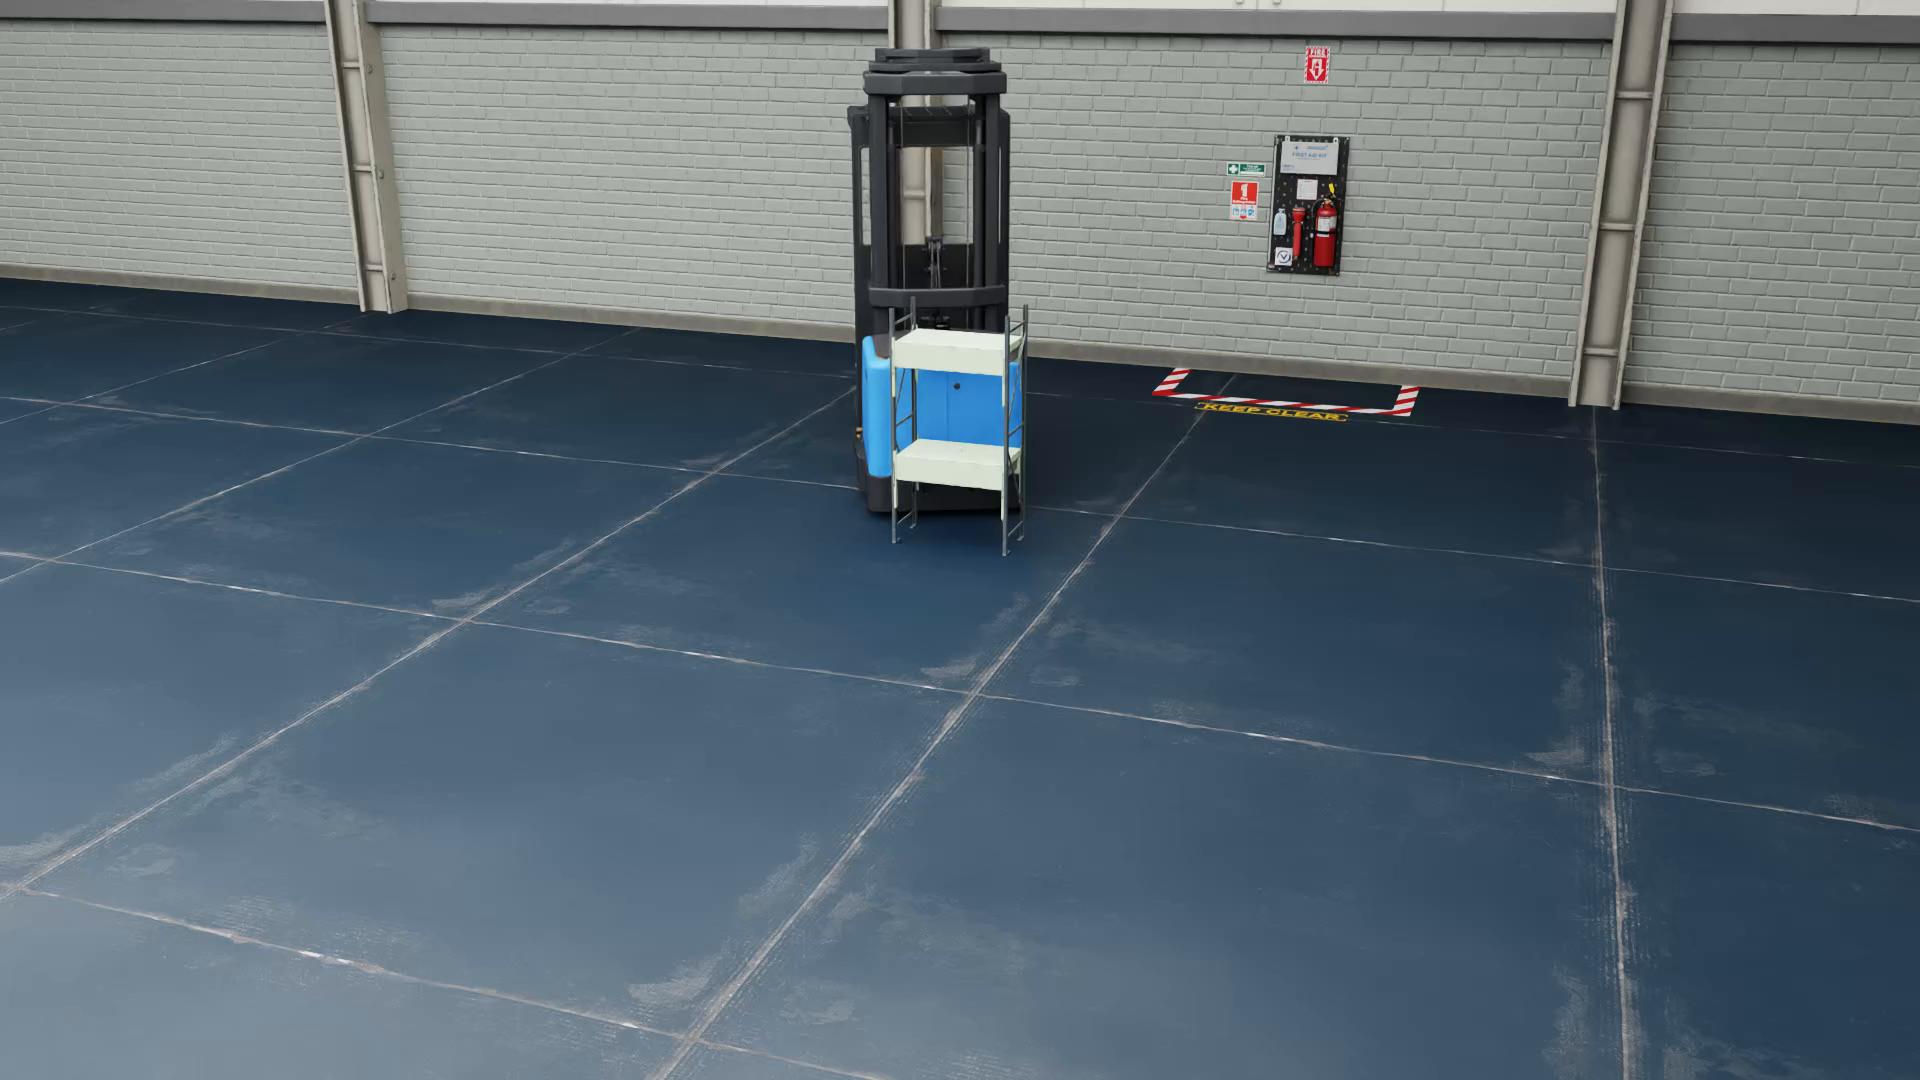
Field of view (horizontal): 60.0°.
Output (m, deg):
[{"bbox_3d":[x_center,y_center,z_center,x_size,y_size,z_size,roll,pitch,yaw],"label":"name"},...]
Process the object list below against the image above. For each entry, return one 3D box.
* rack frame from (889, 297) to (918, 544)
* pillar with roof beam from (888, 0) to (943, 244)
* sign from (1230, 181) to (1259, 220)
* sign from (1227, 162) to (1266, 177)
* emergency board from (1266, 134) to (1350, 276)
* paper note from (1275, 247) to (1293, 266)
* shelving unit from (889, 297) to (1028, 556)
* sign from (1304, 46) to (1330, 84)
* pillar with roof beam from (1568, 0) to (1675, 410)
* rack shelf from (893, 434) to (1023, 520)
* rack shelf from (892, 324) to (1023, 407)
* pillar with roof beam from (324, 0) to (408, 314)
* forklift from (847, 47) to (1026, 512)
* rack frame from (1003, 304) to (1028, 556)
[{"bbox_3d":[-0.352,-0.748,10.445,0.023,1.500,0.400,7,20,18],"label":"rack frame"},{"bbox_3d":[-1.810,-4.694,10.372,0.400,9.000,9.100,7,20,18],"label":"pillar with roof beam"},{"bbox_3d":[2.460,-2.939,14.398,0.234,0.329,0.001,7,20,18],"label":"sign"},{"bbox_3d":[2.461,-3.186,14.301,0.331,0.109,0.001,7,20,18],"label":"sign"},{"bbox_3d":[2.948,-2.831,14.140,0.643,1.169,0.194,7,20,18],"label":"emergency board"},{"bbox_3d":[2.804,-2.455,14.401,0.142,0.148,0.016,7,20,18],"label":"paper note"},{"bbox_3d":[-0.006,-0.709,10.331,0.755,1.500,0.431,7,20,18],"label":"shelving unit"},{"bbox_3d":[2.973,-3.957,13.850,0.199,0.298,0.001,7,20,18],"label":"sign"},{"bbox_3d":[3.857,-4.046,8.513,0.400,9.000,9.100,7,20,18],"label":"pillar with roof beam"},{"bbox_3d":[-0.006,-0.401,10.439,0.720,0.370,0.431,7,20,18],"label":"rack shelf"},{"bbox_3d":[-0.006,-1.077,10.203,0.720,0.370,0.431,7,20,18],"label":"rack shelf"},{"bbox_3d":[-7.478,-5.343,12.231,0.400,9.000,9.100,7,20,18],"label":"pillar with roof beam"},{"bbox_3d":[-0.225,-2.007,11.881,1.130,2.935,3.031,-2,19,-5],"label":"forklift"},{"bbox_3d":[0.339,-0.669,10.218,0.023,1.500,0.400,7,20,18],"label":"rack frame"}]
